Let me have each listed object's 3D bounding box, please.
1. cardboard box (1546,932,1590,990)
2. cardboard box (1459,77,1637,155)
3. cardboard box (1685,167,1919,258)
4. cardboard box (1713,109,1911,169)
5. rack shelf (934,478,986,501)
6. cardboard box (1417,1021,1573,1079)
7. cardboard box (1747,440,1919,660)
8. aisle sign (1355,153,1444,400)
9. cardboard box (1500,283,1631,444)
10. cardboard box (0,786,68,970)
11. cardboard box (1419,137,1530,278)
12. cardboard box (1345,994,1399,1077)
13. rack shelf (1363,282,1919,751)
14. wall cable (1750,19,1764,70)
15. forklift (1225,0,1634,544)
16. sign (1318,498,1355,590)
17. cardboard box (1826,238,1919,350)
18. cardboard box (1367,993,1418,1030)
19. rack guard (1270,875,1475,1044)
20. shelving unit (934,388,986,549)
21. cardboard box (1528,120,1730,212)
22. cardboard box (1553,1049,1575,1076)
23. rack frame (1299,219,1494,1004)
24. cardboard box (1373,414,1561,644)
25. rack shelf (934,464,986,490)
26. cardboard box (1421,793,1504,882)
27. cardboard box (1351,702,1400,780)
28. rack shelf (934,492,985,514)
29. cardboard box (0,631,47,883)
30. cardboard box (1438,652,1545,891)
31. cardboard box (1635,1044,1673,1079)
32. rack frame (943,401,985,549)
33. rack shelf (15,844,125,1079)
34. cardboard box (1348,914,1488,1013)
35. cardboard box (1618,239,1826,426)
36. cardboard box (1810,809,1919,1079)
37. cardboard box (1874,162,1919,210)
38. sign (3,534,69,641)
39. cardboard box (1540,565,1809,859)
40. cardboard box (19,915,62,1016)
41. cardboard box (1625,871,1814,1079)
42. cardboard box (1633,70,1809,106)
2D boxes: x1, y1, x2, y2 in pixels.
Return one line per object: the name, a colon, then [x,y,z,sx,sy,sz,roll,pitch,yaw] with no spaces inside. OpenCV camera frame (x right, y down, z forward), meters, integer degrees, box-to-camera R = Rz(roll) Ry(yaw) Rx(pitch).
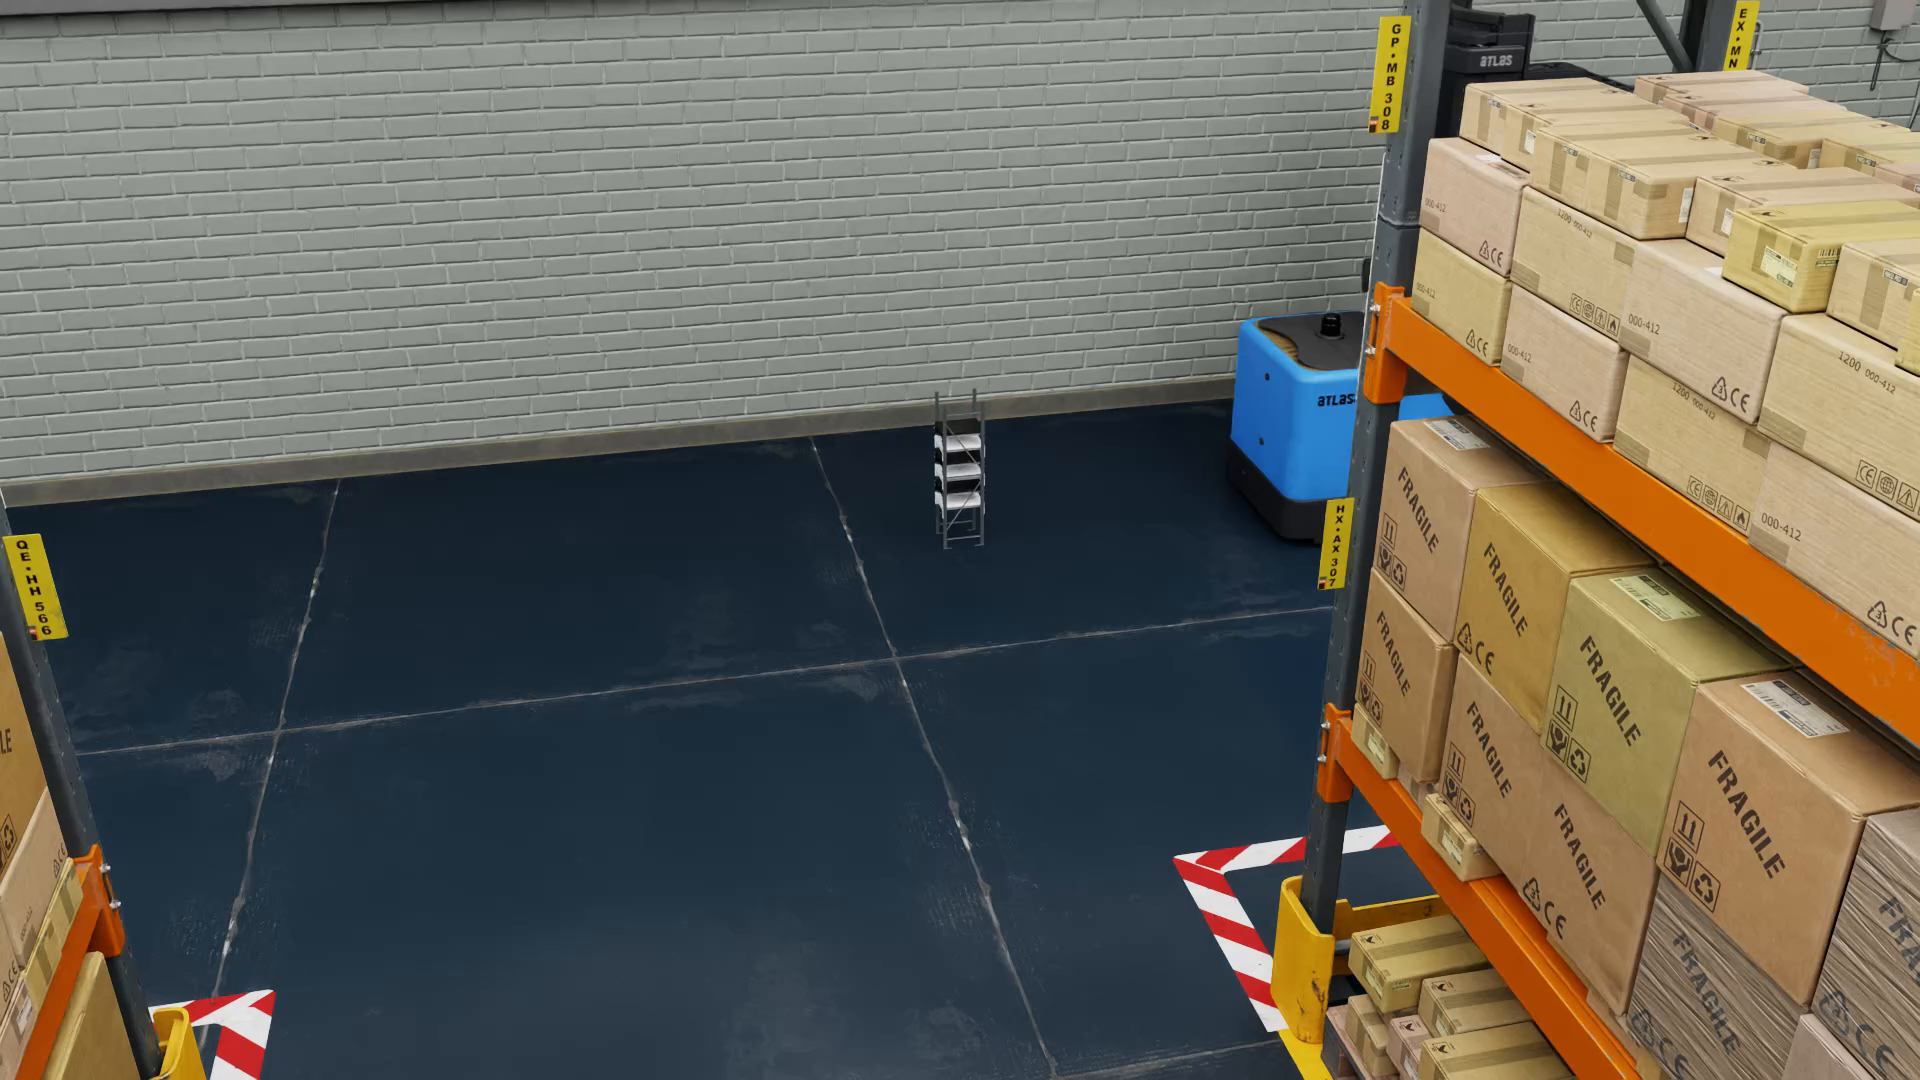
cardboard box: [1.848,1.086,4.548,0.380,0.149,0.250,-6,27,-12]
cardboard box: [1.611,-1.162,4.564,0.380,0.149,0.250,-6,27,-12]
cardboard box: [1.856,-0.713,3.673,0.380,0.149,0.250,-5,27,-10]
cardboard box: [2.139,-0.980,4.204,0.380,0.149,0.250,-7,28,-13]
rack shelf: [-0.002,-0.295,9.610,0.258,0.077,0.200,-6,27,-12]
cardboard box: [1.658,1.663,5.165,0.380,0.149,0.250,-6,27,-12]
cardboard box: [1.960,-0.019,3.296,0.500,0.250,0.500,-6,27,-12]
aisle sign: [1.451,-0.816,5.153,0.394,0.787,0.004,-6,27,-12]
cardboard box: [1.726,-0.472,4.193,0.500,0.250,0.500,-5,27,-10]
cardboard box: [-2.728,0.925,4.424,0.500,0.250,0.500,-6,27,-12]
cardboard box: [1.607,-0.926,4.538,0.500,0.250,0.500,-6,27,-11]
cardboard box: [1.566,1.694,5.763,0.380,0.149,0.250,-5,27,-11]
rack shelf: [2.210,0.206,3.482,1.077,0.370,4.000,-6,27,-12]
wall cable: [5.266,-3.142,11.483,0.585,1.953,0.123,-6,27,-12]
forklift: [3.236,-1.615,9.697,3.031,2.935,1.130,-6,27,-11]
sign: [1.231,0.015,5.431,0.100,0.325,0.005,-6,27,-12]
cardboard box: [1.932,-0.477,3.207,0.380,0.149,0.250,-5,27,-10]
cardboard box: [1.627,1.554,5.709,0.380,0.149,0.250,-5,27,-9]
rack guard: [1.777,1.495,6.233,1.175,0.500,0.348,-6,27,-12]
shelving unit: [-0.002,-0.405,9.554,0.258,0.900,0.210,-6,27,-12]
cardboard box: [1.641,-0.922,4.088,0.380,0.149,0.250,-6,27,-12]
cardboard box: [1.775,1.779,5.264,0.380,0.149,0.250,-6,27,-11]
rack frame: [1.759,0.346,5.736,1.000,3.000,0.127,-6,27,-12]
cardboard box: [1.602,-0.054,4.977,0.500,0.500,0.500,-6,27,-12]
rack shelf: [-0.002,-0.376,9.569,0.258,0.077,0.200,-6,27,-12]
cardboard box: [1.619,0.865,4.987,0.380,0.149,0.250,-7,28,-13]
cardboard box: [1.513,0.634,5.445,0.380,0.149,0.250,-6,27,-12]
rack shelf: [-0.002,-0.215,9.650,0.258,0.077,0.200,-6,27,-12]
cardboard box: [-2.730,0.592,4.253,0.500,0.500,0.500,-6,27,-11]
cardboard box: [1.737,0.626,4.740,0.500,0.500,0.500,-6,27,-11]
cardboard box: [1.914,1.313,4.098,0.380,0.149,0.250,-5,27,-10]
rack frame: [0.021,-0.361,9.466,0.240,0.900,0.006,-6,27,-12]
rack shelf: [-2.645,2.004,3.248,1.077,0.370,4.000,-6,27,-12]
cardboard box: [1.546,1.430,5.625,0.380,0.149,0.250,-7,28,-14]
cardboard box: [1.826,-0.478,3.651,0.500,0.250,0.500,-6,27,-11]
cardboard box: [2.068,0.847,3.193,0.500,0.500,0.500,-5,27,-10]
cardboard box: [2.303,-0.758,3.763,0.380,0.149,0.250,-7,28,-13]
sign: [-2.564,0.134,4.609,0.100,0.325,0.005,-6,27,-12]
cardboard box: [1.817,0.398,4.082,0.500,0.500,0.500,-7,28,-13]
cardboard box: [-2.634,1.154,4.413,0.380,0.149,0.250,-6,27,-11]
cardboard box: [1.956,1.065,3.869,0.500,0.500,0.500,-7,28,-13]
cardboard box: [2.121,-1.211,4.661,0.380,0.149,0.250,-6,27,-12]
